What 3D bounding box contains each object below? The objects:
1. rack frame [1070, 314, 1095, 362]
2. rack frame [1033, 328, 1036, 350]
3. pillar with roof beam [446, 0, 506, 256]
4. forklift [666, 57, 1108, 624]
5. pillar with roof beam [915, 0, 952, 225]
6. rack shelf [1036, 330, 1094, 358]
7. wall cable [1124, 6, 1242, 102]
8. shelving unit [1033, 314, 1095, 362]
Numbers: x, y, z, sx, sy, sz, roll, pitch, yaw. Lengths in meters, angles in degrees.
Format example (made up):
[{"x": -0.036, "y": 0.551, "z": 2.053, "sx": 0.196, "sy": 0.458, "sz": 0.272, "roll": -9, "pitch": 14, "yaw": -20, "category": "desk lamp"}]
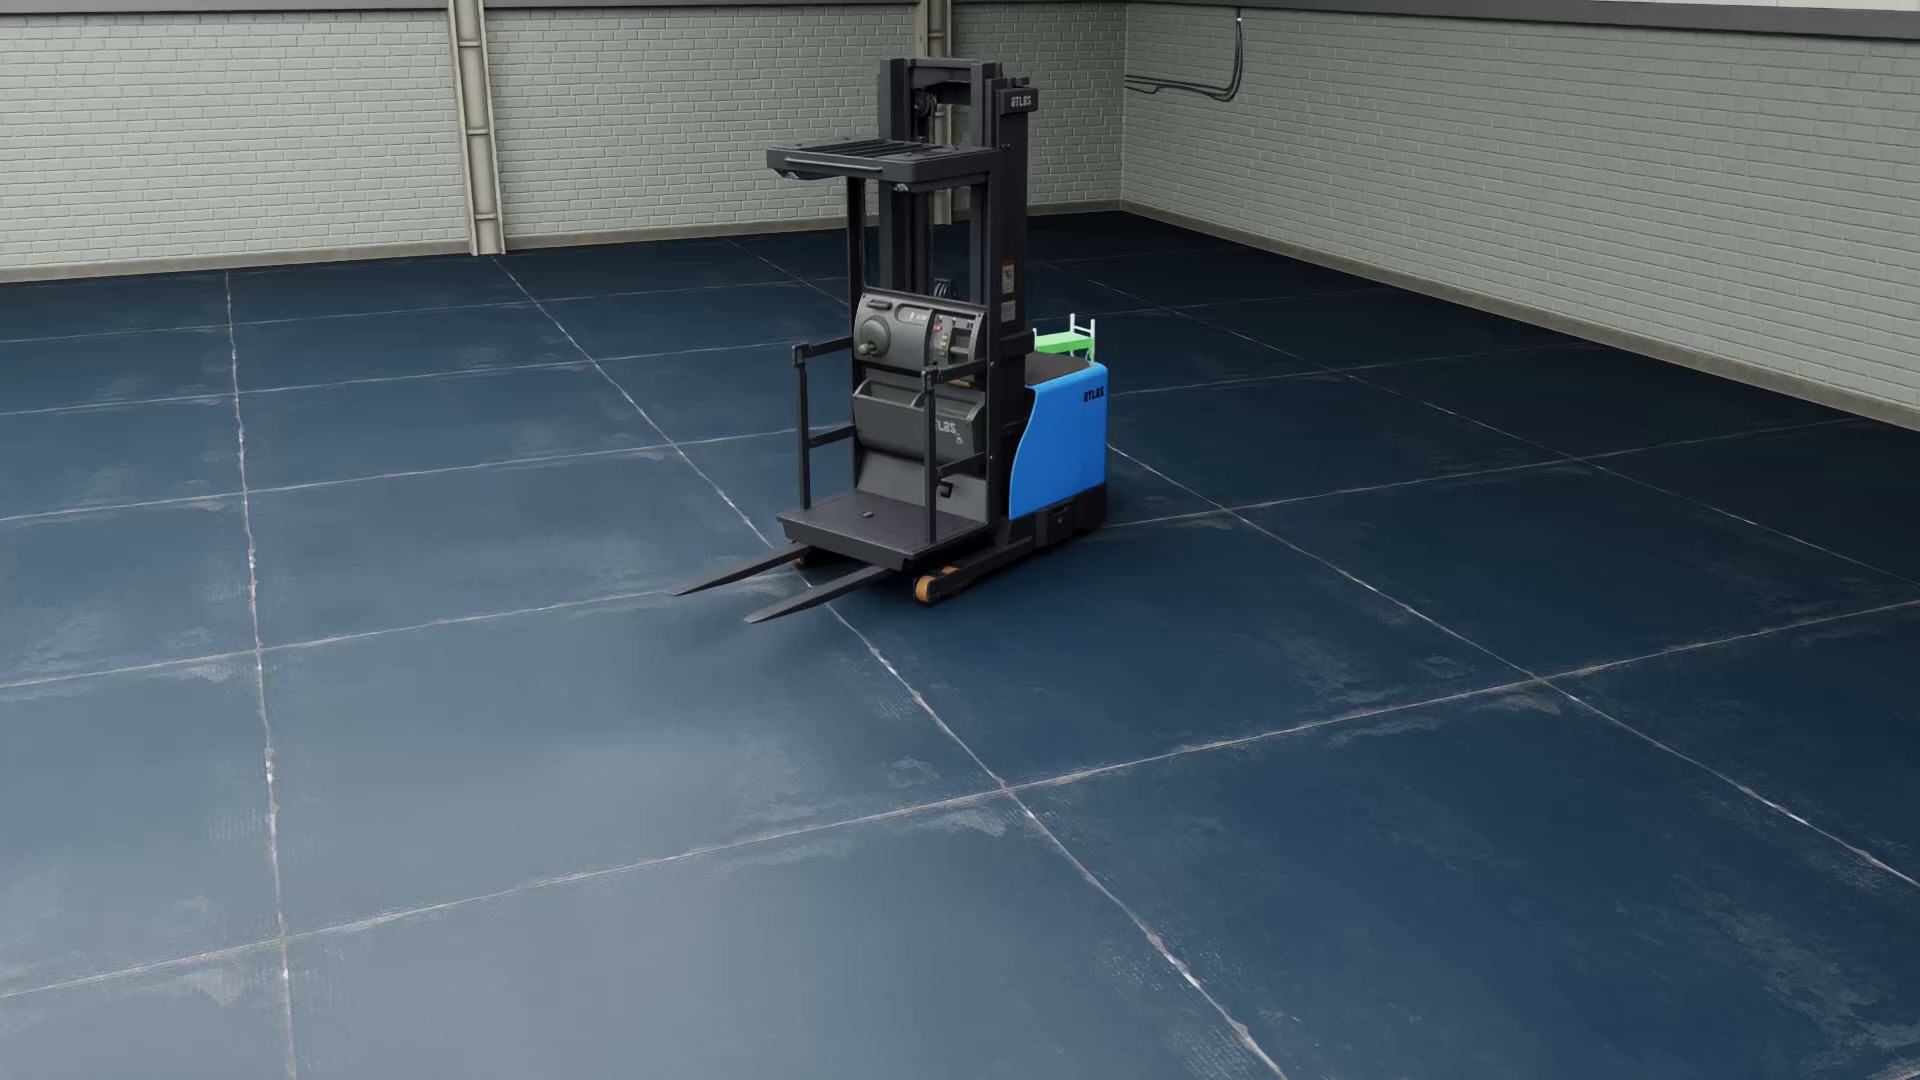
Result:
[{"x": 0.825, "y": -0.933, "z": 11.365, "sx": 0.015, "sy": 1.200, "sz": 0.240, "roll": -13, "pitch": 23, "yaw": -32, "category": "rack frame"}, {"x": 0.423, "y": -0.841, "z": 11.104, "sx": 0.015, "sy": 1.200, "sz": 0.240, "roll": -13, "pitch": 23, "yaw": -32, "category": "rack frame"}, {"x": -4.157, "y": -6.497, "z": 15.423, "sx": 0.400, "sy": 9.000, "sz": 9.100, "roll": -8, "pitch": 21, "yaw": -22, "category": "pillar with roof beam"}, {"x": -0.379, "y": -1.201, "z": 9.519, "sx": 1.130, "sy": 2.935, "sz": 3.031, "roll": 15, "pitch": 25, "yaw": 37, "category": "forklift"}, {"x": 1.352, "y": -7.286, "z": 17.665, "sx": 0.400, "sy": 9.000, "sz": 9.100, "roll": -8, "pitch": 21, "yaw": -22, "category": "pillar with roof beam"}, {"x": 0.624, "y": -1.279, "z": 11.096, "sx": 0.480, "sy": 0.148, "sz": 0.258, "roll": -13, "pitch": 23, "yaw": -32, "category": "rack shelf"}, {"x": 2.876, "y": -7.118, "z": 21.865, "sx": 0.112, "sy": 2.526, "sz": 3.097, "roll": -8, "pitch": 21, "yaw": -22, "category": "wall cable"}, {"x": 0.624, "y": -0.887, "z": 11.235, "sx": 0.503, "sy": 1.200, "sz": 0.258, "roll": -13, "pitch": 23, "yaw": -32, "category": "shelving unit"}]
